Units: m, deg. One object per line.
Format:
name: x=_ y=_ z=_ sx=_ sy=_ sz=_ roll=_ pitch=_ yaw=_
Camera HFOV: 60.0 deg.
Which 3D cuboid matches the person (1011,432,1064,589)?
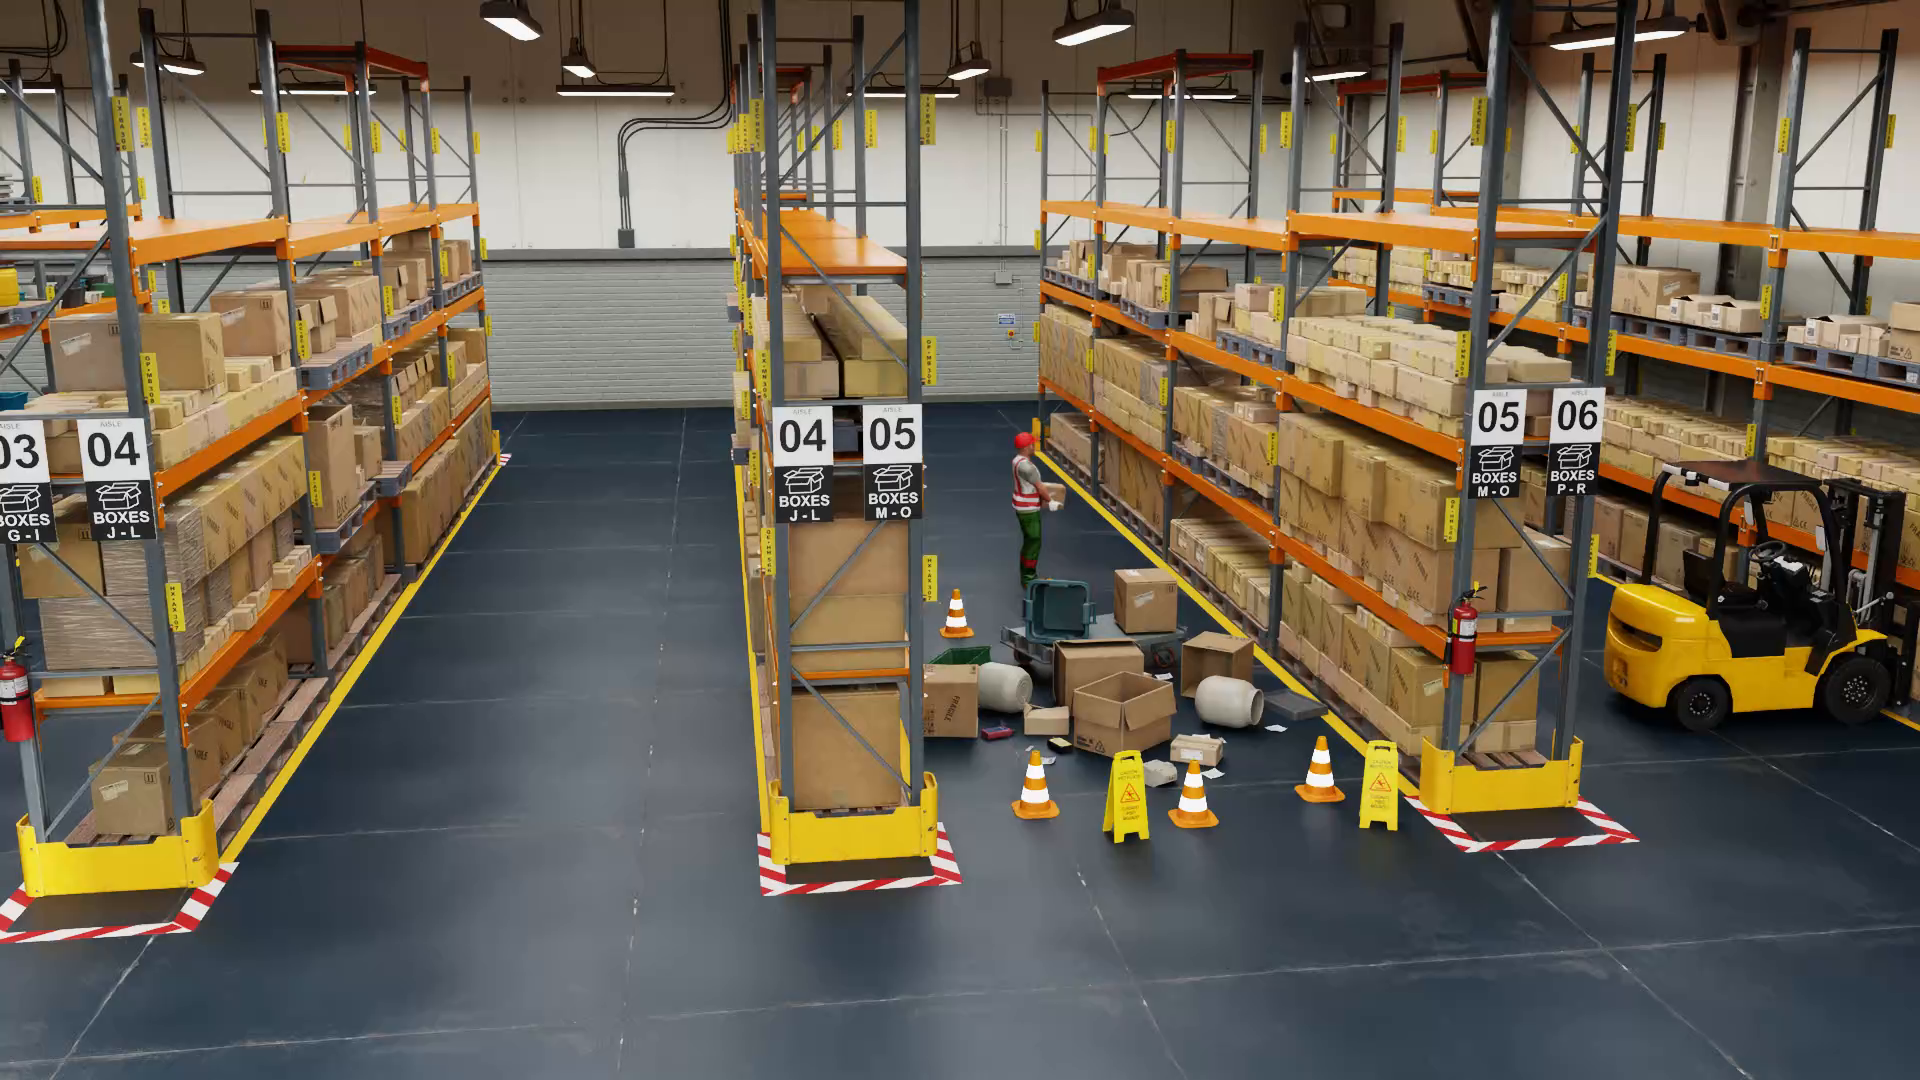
person: x=0.877 y=-0.343 z=18.919 sx=0.561 sy=1.785 sz=0.473 roll=-2 pitch=13 yaw=-8
